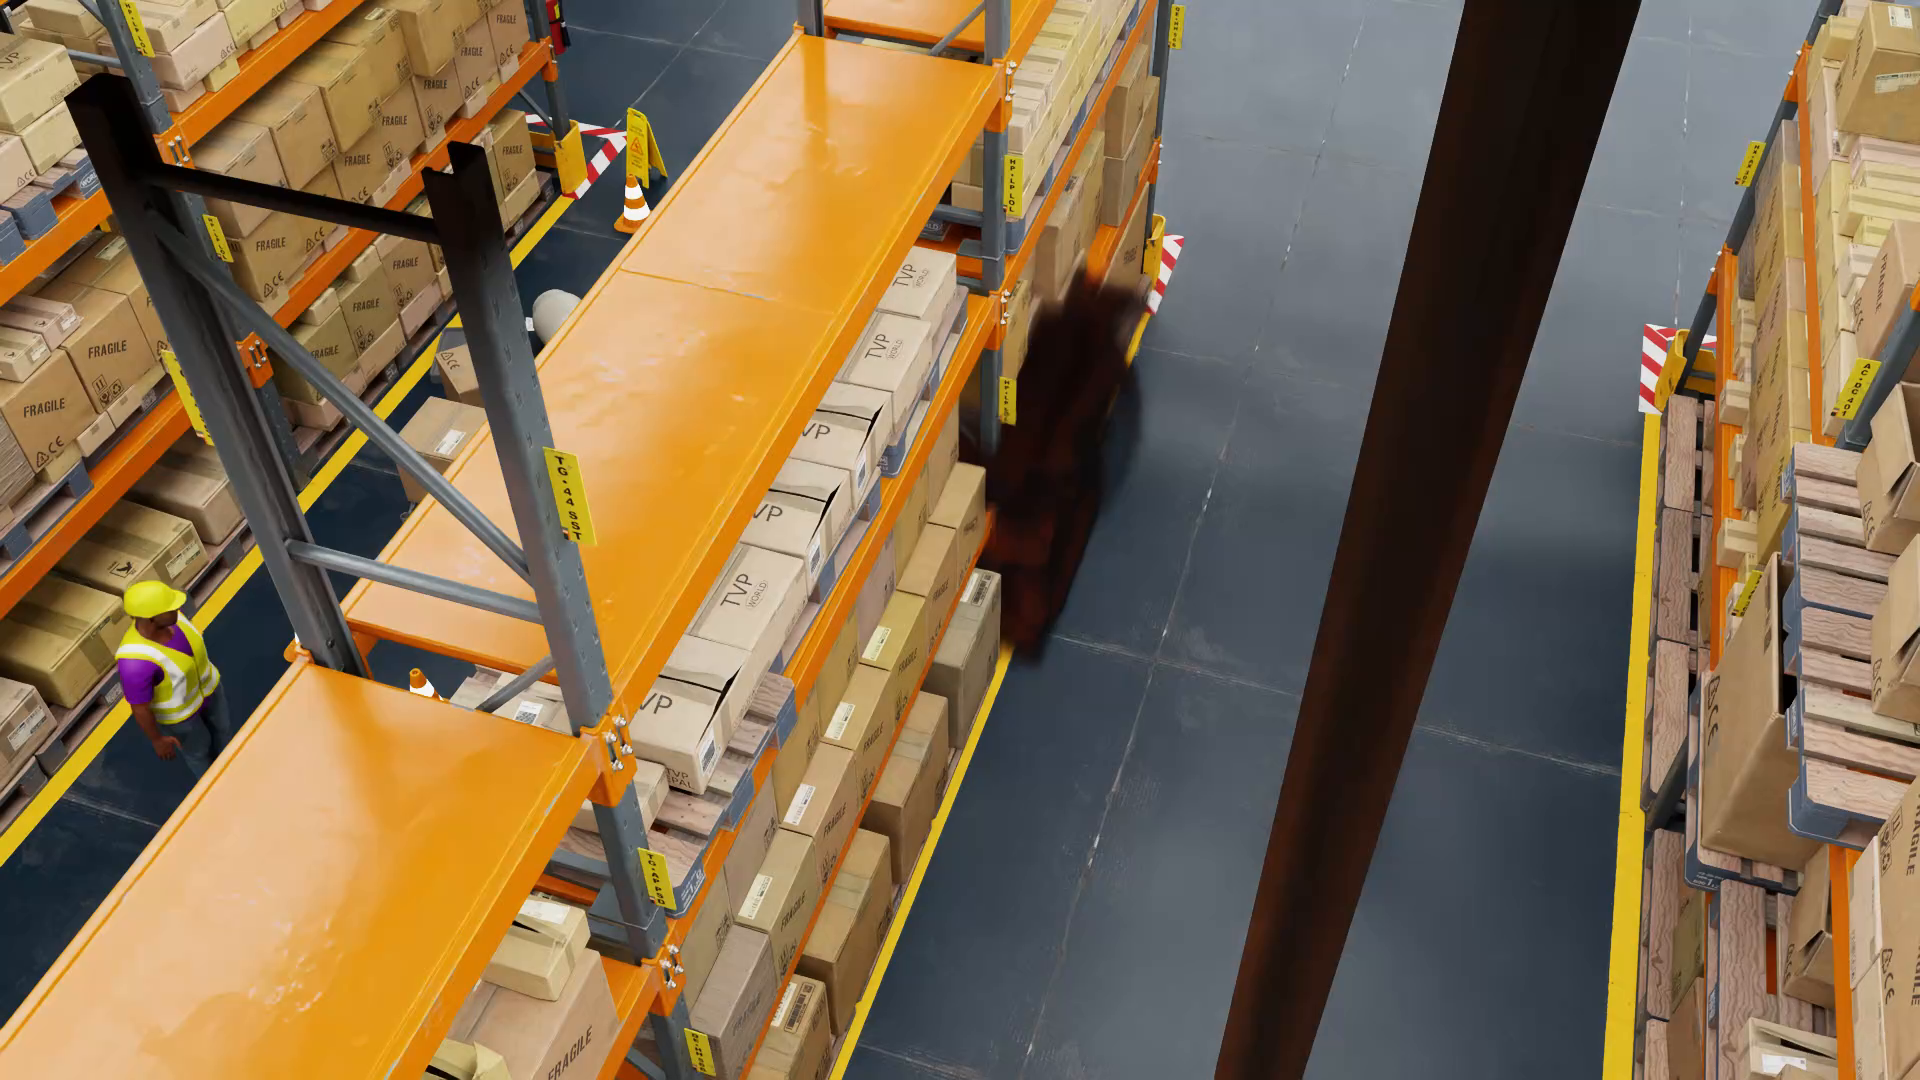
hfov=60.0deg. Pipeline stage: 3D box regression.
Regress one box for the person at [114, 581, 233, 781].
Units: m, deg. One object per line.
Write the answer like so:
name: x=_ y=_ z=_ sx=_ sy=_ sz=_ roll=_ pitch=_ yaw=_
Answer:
person: x=-4.211 y=0.876 z=9.038 sx=0.387 sy=1.767 sz=0.626 roll=15 pitch=48 yaw=14
